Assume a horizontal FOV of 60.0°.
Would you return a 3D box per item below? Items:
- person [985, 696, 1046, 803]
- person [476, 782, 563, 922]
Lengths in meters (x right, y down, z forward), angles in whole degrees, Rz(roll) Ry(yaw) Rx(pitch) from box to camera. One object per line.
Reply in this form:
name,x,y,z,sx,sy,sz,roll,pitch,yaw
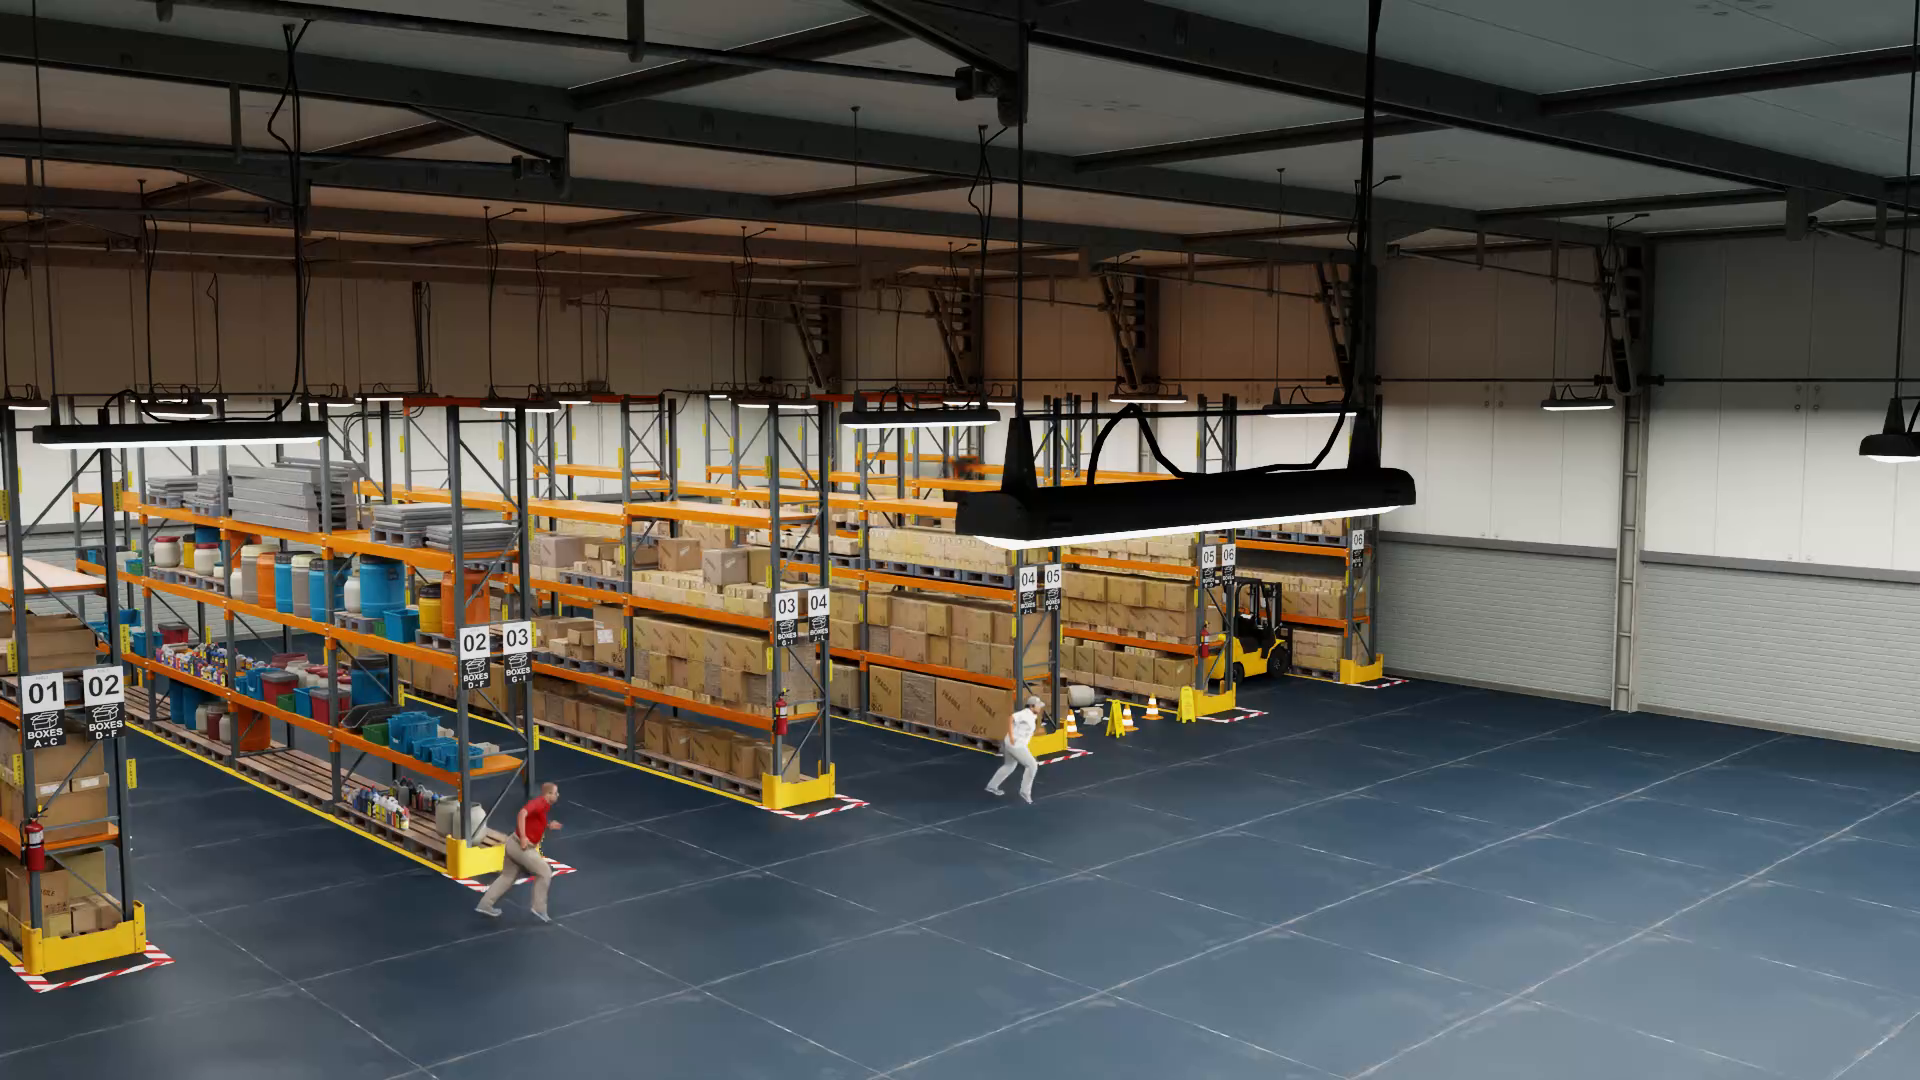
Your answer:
person,0.835,3.156,24.962,0.909,1.658,0.636,1,6,7
person,-5.132,3.685,19.383,1.008,1.697,0.712,-2,6,-16
